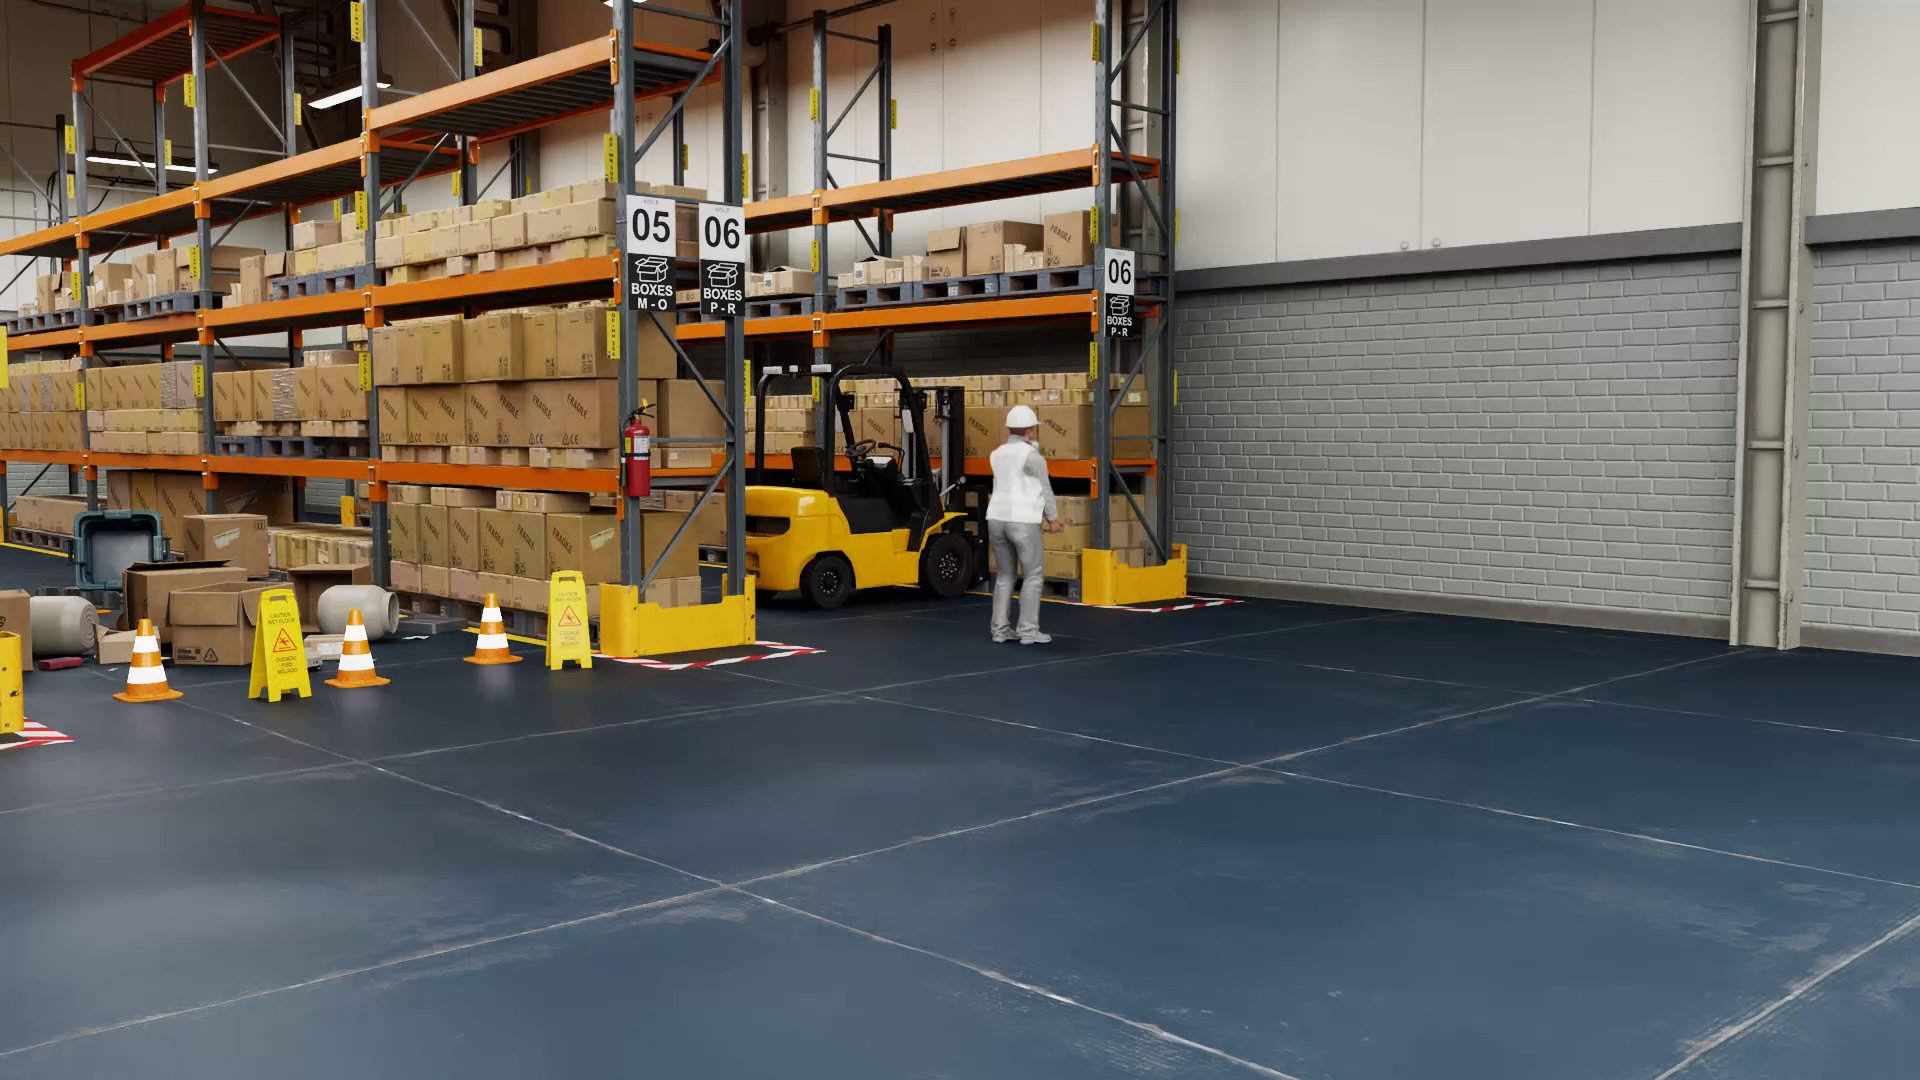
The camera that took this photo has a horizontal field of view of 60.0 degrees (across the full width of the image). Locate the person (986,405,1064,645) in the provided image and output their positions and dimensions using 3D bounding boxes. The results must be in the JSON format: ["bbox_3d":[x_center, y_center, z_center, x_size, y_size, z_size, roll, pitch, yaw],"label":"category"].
[{"bbox_3d":[0.473,-0.119,12.402,0.571,1.769,0.490,-4,5,-45],"label":"person"}]
